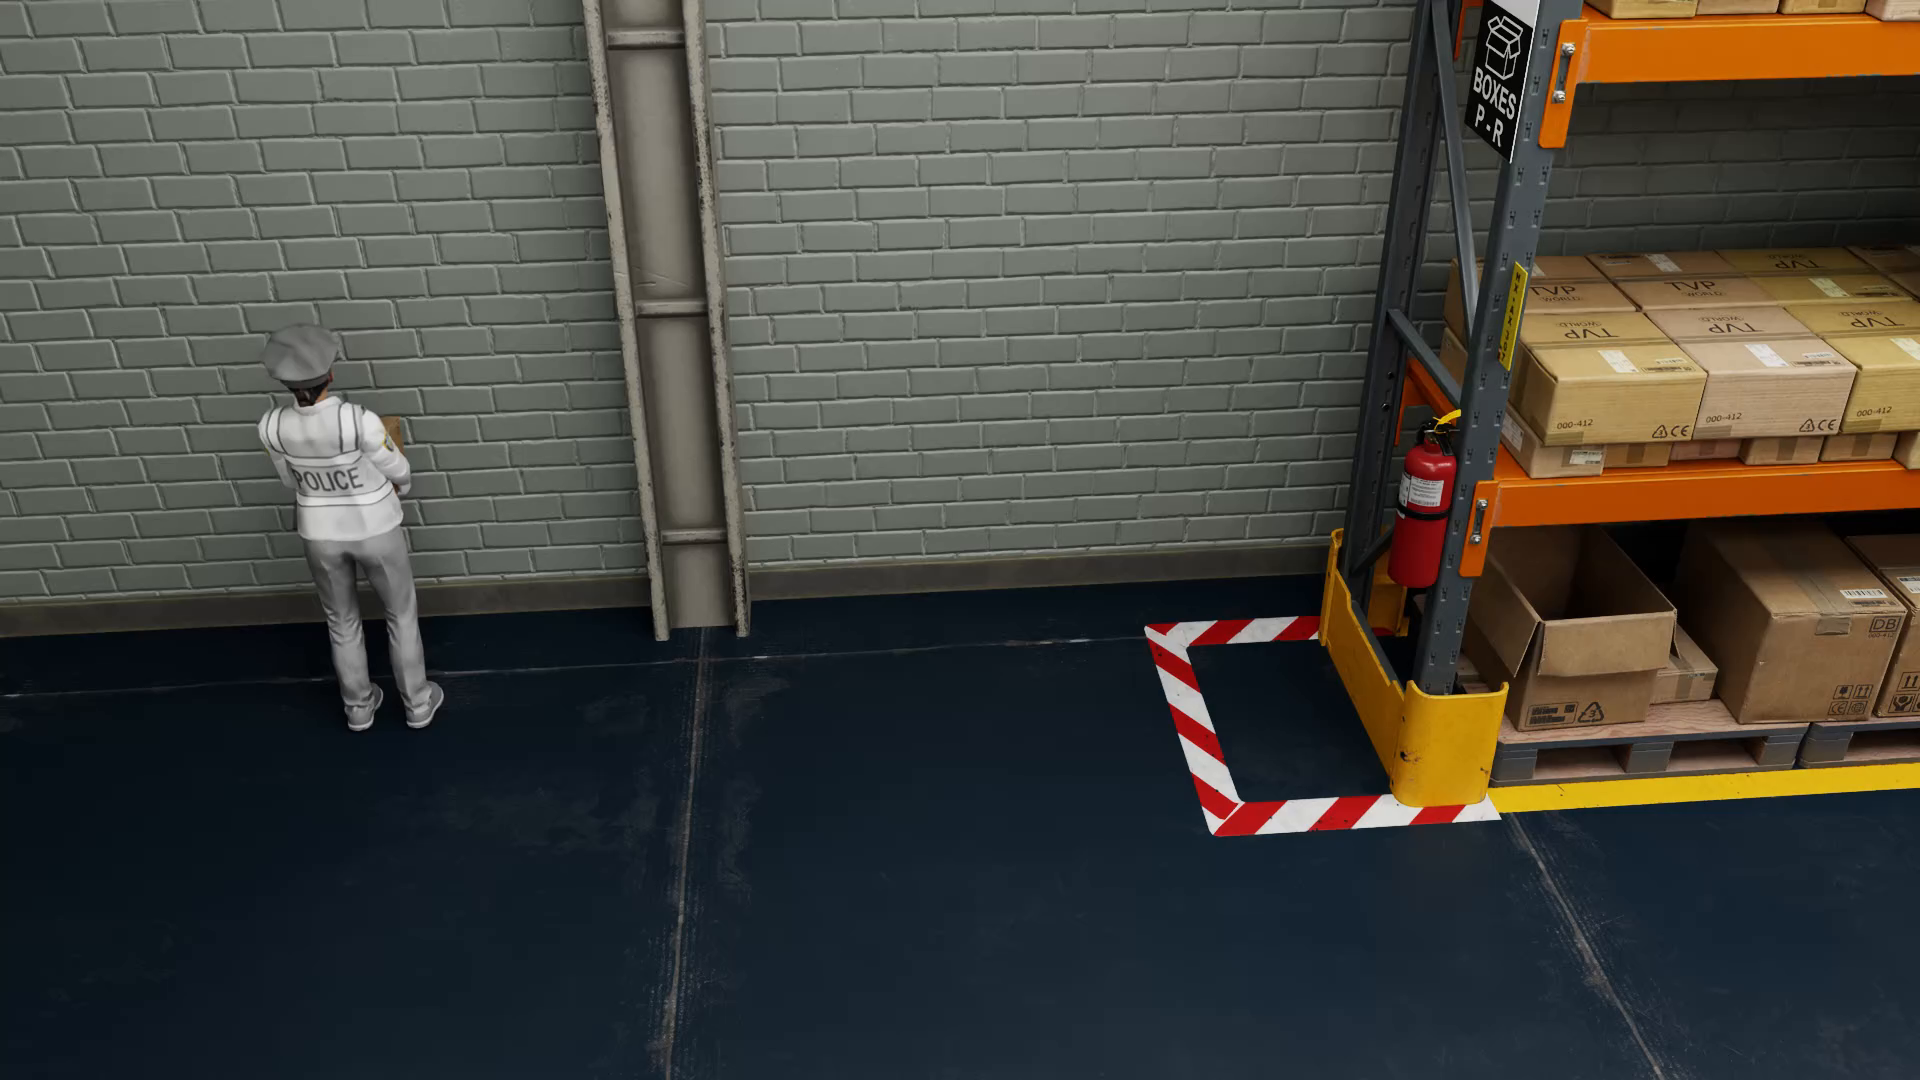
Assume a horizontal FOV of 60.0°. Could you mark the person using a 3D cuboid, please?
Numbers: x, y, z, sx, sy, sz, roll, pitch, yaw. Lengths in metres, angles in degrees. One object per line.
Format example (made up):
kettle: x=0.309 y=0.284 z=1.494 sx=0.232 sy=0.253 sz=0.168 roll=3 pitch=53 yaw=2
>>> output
person: x=-2.249 y=-0.060 z=6.212 sx=0.459 sy=1.687 sz=0.547 roll=-2 pitch=31 yaw=-3
